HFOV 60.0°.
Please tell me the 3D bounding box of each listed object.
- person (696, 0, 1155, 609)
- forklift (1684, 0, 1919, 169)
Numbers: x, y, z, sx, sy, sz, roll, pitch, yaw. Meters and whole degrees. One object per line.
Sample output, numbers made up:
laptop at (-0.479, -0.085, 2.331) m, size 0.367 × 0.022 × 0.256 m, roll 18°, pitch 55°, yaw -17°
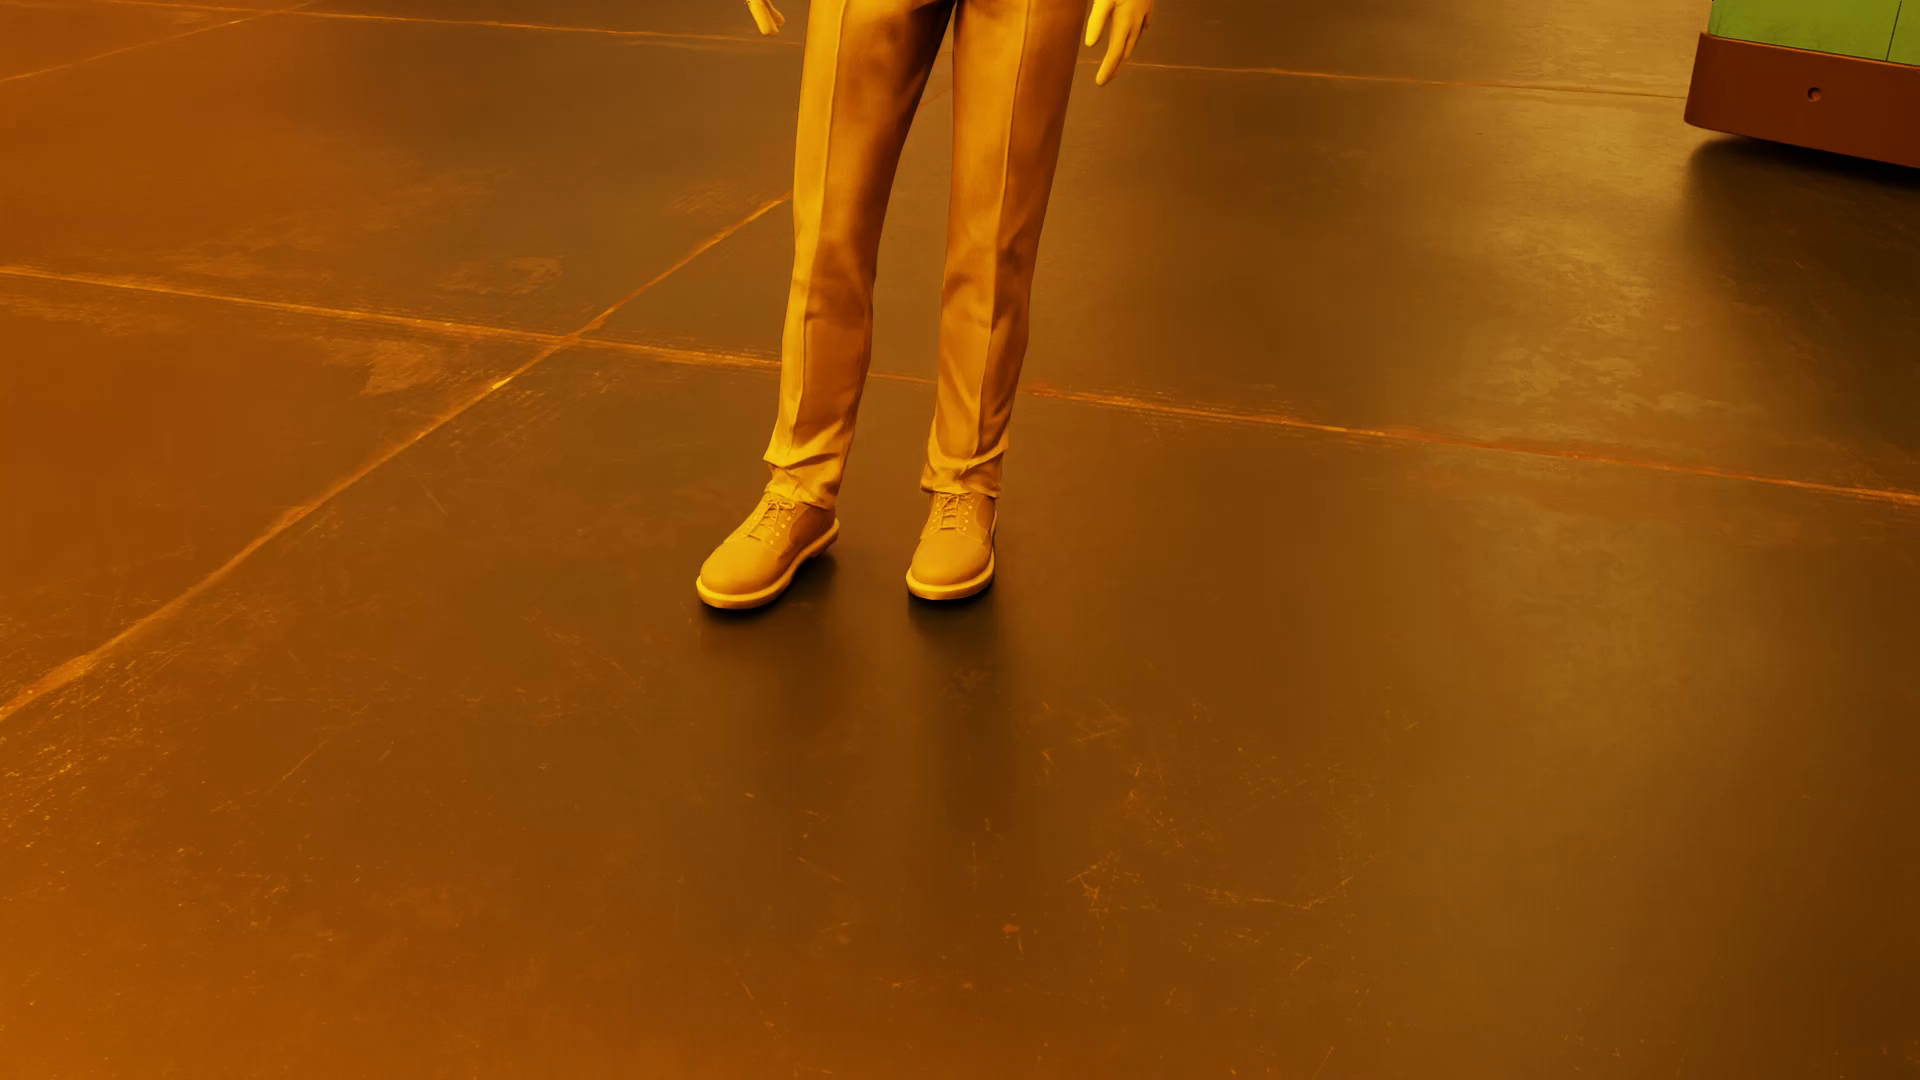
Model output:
person at (-0.027, -0.732, 2.055) m, size 0.587 × 1.695 × 0.531 m, roll 8°, pitch 28°, yaw 16°
forklift at (3.461, -2.663, 4.495) m, size 3.031 × 2.935 × 1.130 m, roll -21°, pitch 34°, yaw -35°
